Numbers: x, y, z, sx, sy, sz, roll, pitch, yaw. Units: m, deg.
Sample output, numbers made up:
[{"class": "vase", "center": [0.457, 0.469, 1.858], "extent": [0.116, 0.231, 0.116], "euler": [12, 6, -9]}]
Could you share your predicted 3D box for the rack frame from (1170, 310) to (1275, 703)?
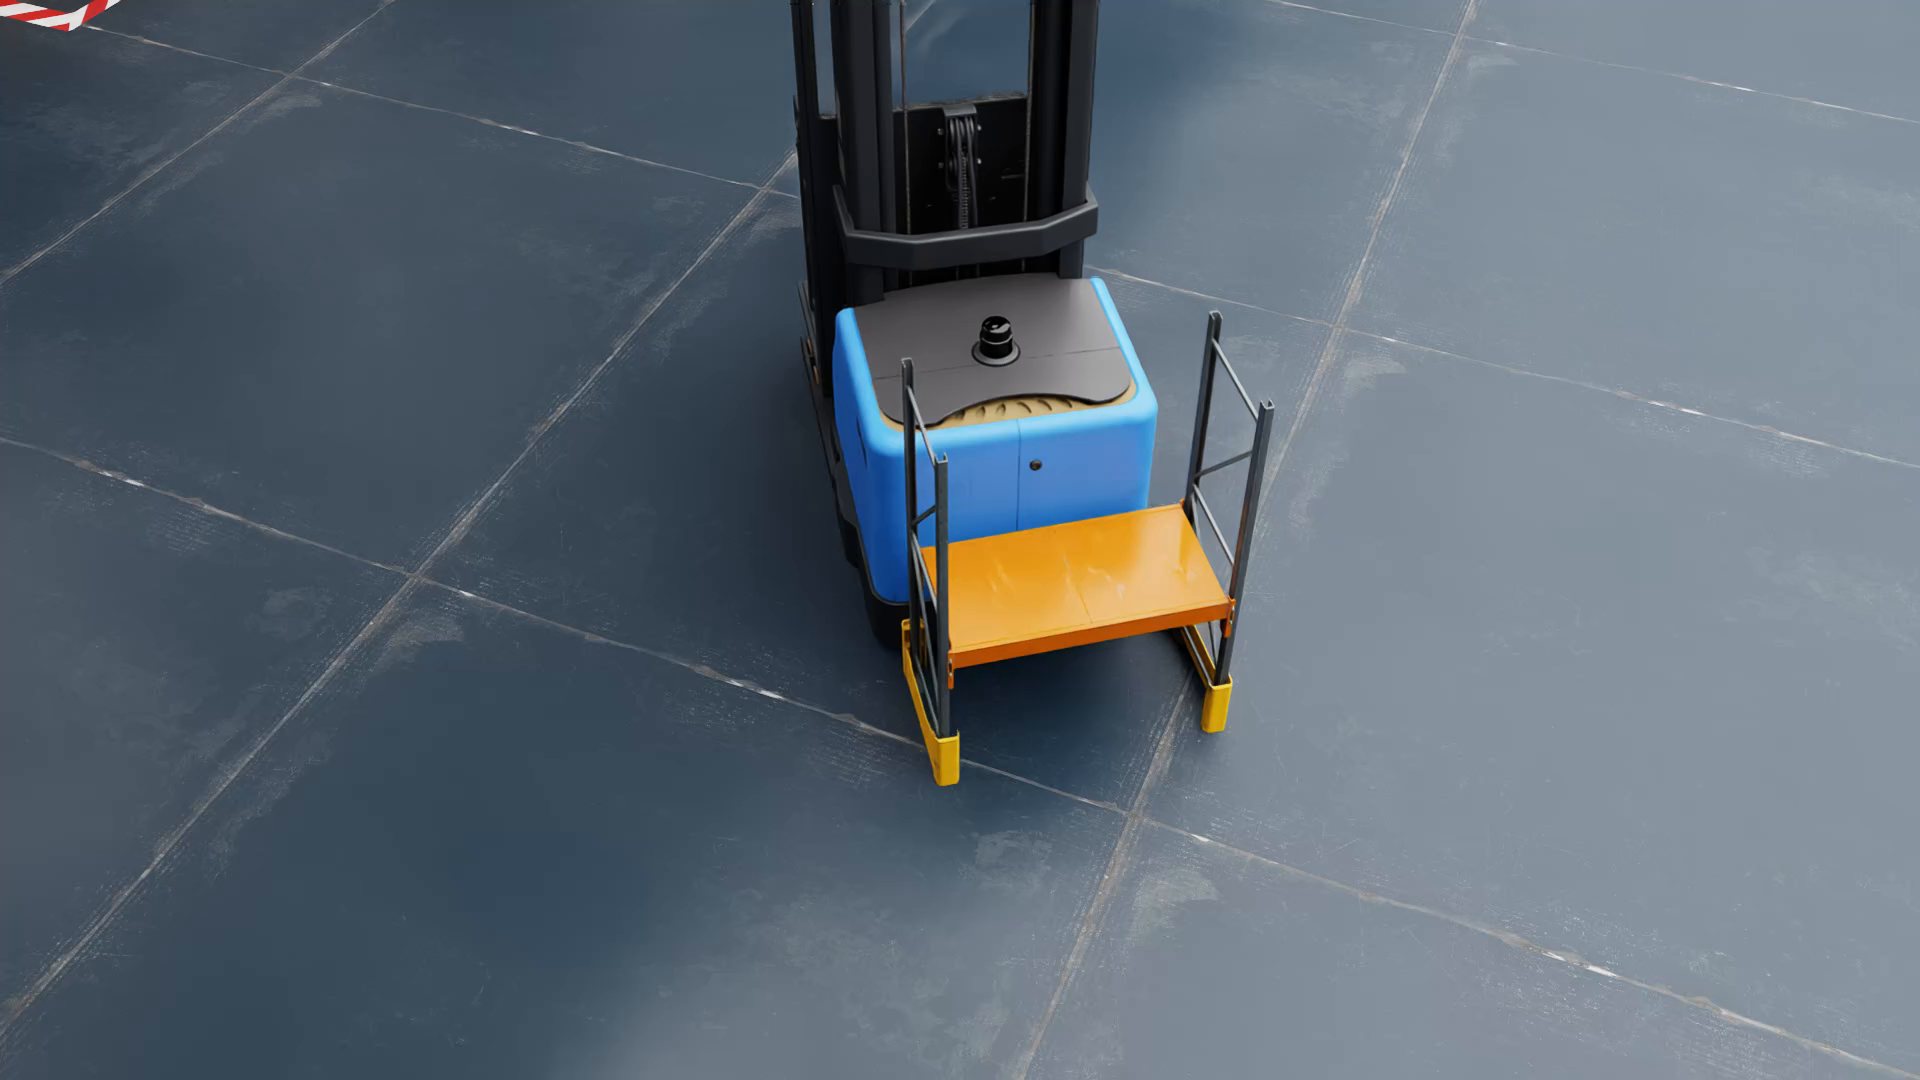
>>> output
[{"class": "rack frame", "center": [0.878, -0.037, 5.724], "extent": [0.032, 1.500, 0.500], "euler": [-10, 46, -10]}]

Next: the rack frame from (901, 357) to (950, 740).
[{"class": "rack frame", "center": [-0.109, 0.134, 5.552], "extent": [0.032, 1.500, 0.500], "euler": [-10, 46, -10]}]

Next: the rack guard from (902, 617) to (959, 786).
[{"class": "rack guard", "center": [-0.108, 0.577, 5.993], "extent": [0.087, 0.250, 0.587], "euler": [-10, 46, -10]}]

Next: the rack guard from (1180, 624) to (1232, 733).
[{"class": "rack guard", "center": [0.859, 0.409, 6.161], "extent": [0.087, 0.250, 0.587], "euler": [-10, 46, -10]}]

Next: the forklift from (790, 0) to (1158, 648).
[{"class": "forklift", "center": [-0.098, -1.688, 6.368], "extent": [1.130, 2.935, 3.031], "euler": [-8, 45, -8]}]

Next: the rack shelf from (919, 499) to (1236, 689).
[{"class": "rack shelf", "center": [0.384, 0.176, 5.765], "extent": [1.000, 0.185, 0.538], "euler": [-10, 46, -10]}]

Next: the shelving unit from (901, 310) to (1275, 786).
[{"class": "shelving unit", "center": [0.376, 0.050, 5.636], "extent": [1.083, 1.500, 0.587], "euler": [-10, 46, -10]}]
